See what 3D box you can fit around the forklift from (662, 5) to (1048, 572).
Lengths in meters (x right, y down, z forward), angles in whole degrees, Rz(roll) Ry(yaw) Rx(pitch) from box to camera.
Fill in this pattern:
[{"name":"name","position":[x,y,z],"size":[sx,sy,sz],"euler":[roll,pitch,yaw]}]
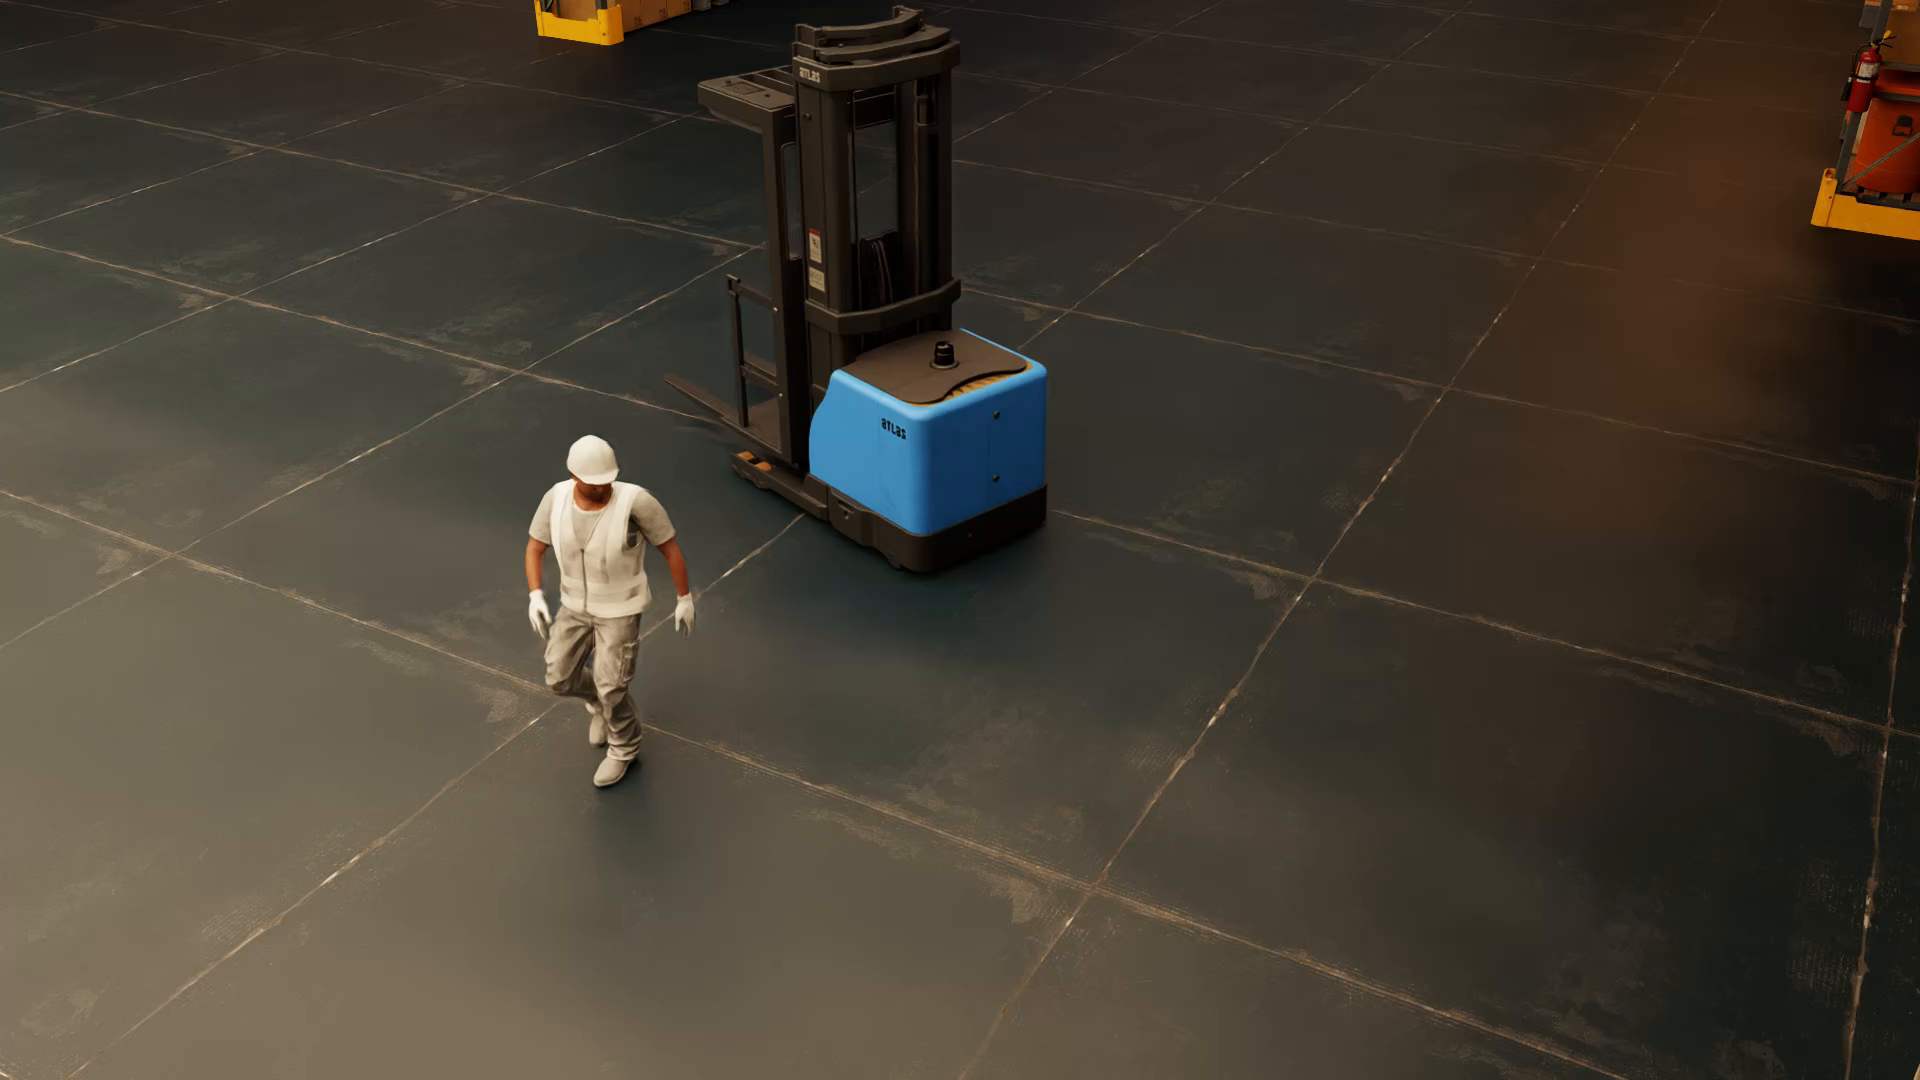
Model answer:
[{"name":"forklift","position":[-0.821,-1.743,10.092],"size":[1.130,2.935,3.031],"euler":[-23,37,-35]}]

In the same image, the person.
[{"name":"person","position":[-1.636,0.327,7.700],"size":[0.775,1.738,0.530],"euler":[12,32,20]}]
